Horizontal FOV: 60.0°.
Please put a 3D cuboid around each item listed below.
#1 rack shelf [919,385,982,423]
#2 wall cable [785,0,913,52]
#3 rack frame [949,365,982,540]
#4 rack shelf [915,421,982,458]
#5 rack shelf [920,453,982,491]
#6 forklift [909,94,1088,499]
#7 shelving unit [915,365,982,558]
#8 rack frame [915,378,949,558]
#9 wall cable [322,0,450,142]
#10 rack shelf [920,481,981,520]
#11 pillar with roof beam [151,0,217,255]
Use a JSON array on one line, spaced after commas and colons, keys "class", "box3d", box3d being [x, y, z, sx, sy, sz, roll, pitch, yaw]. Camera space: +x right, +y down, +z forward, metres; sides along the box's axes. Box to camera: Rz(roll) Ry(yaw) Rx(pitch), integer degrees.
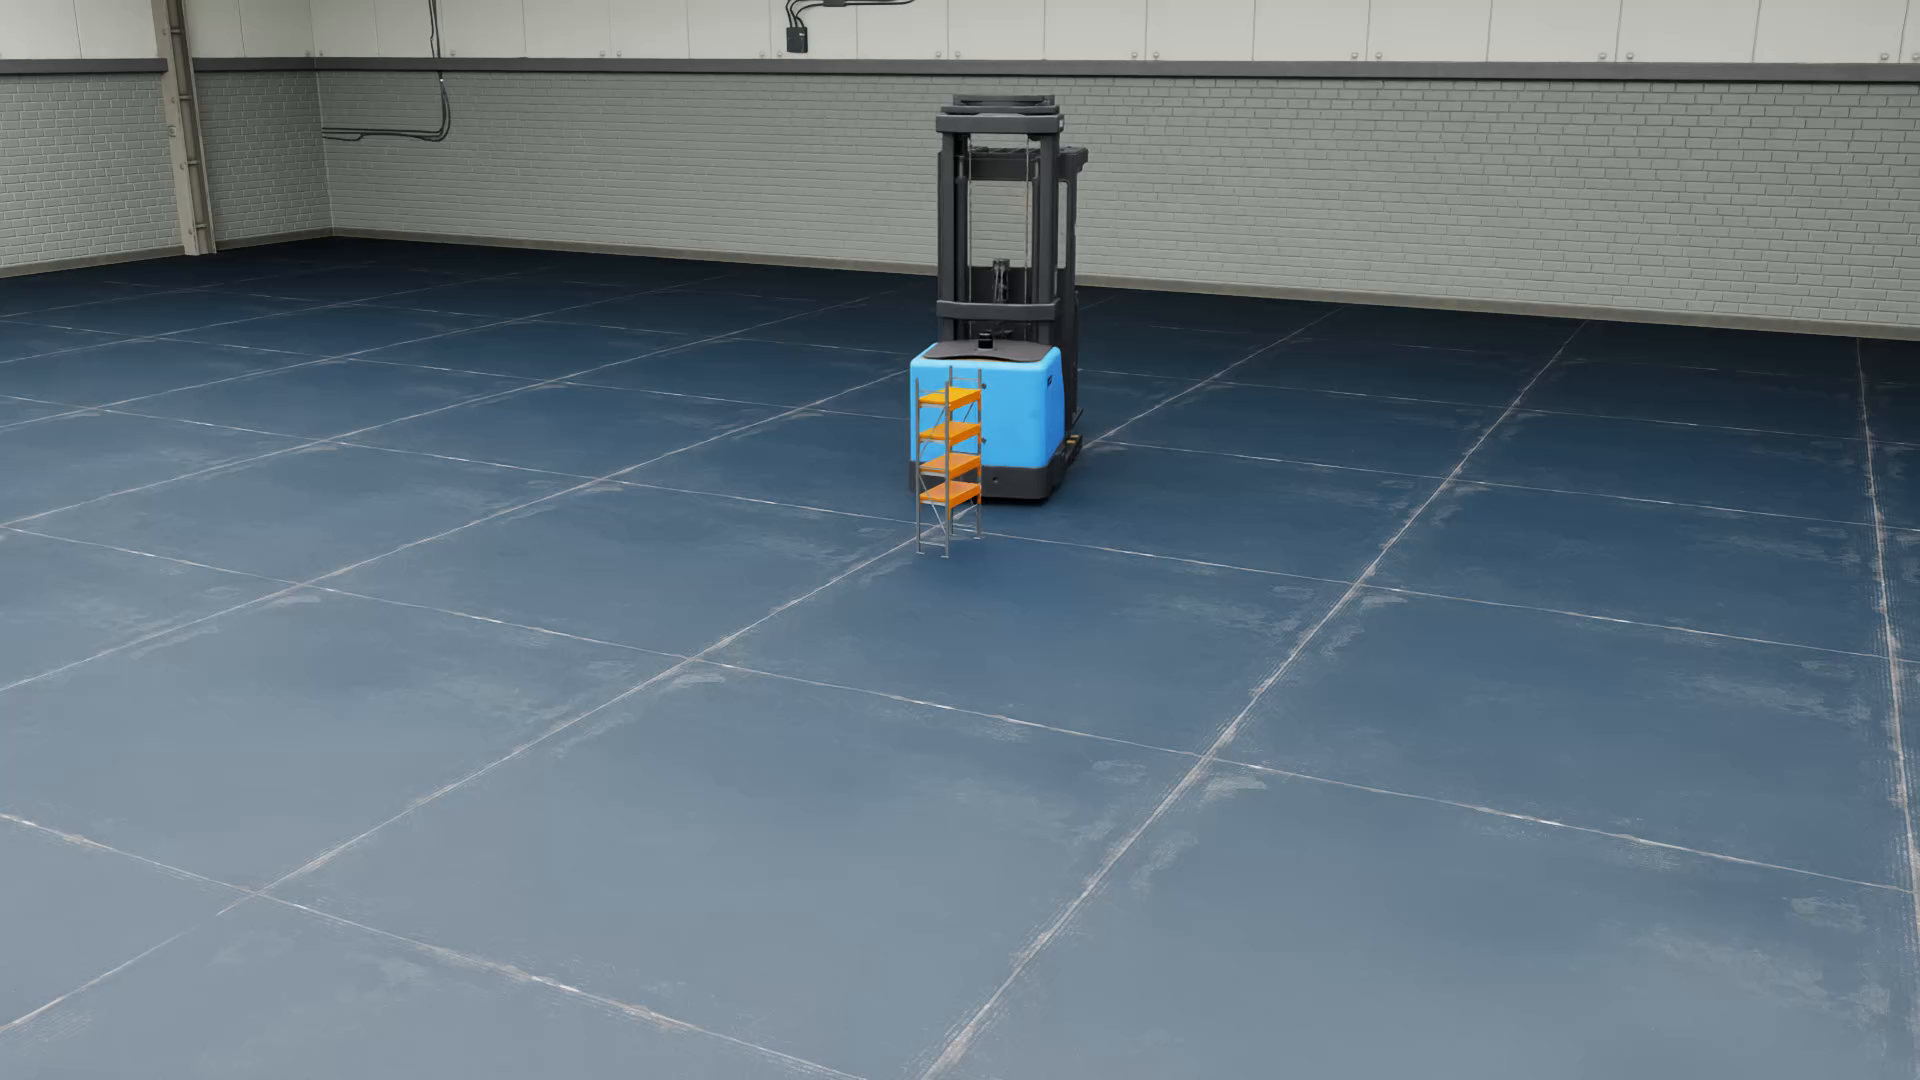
[{"class": "rack shelf", "box3d": [-0.074, -0.910, 11.100, 0.258, 0.148, 0.480, 8, 18, 25]}, {"class": "wall cable", "box3d": [-1.543, -10.038, 23.542, 2.305, 6.003, 0.169, 8, 18, 25]}, {"class": "rack frame", "box3d": [0.035, -0.595, 11.421, 0.240, 1.200, 0.015, 8, 18, 25]}, {"class": "rack shelf", "box3d": [-0.074, -0.683, 11.167, 0.258, 0.148, 0.480, 8, 18, 25]}, {"class": "rack shelf", "box3d": [-0.074, -0.469, 11.231, 0.258, 0.148, 0.480, 8, 18, 25]}, {"class": "forklift", "box3d": [0.415, -2.082, 13.387, 1.130, 2.935, 3.031, 3, 17, 11]}, {"class": "shelving unit", "box3d": [-0.074, -0.533, 11.212, 0.258, 1.200, 0.503, 8, 18, 25]}, {"class": "rack frame", "box3d": [-0.183, -0.471, 11.002, 0.240, 1.200, 0.015, 8, 18, 25]}, {"class": "wall cable", "box3d": [-10.029, -8.131, 28.549, 3.097, 2.526, 0.112, 8, 18, 25]}, {"class": "rack shelf", "box3d": [-0.074, -0.278, 11.287, 0.258, 0.148, 0.480, 8, 18, 25]}, {"class": "pillar with roof beam", "box3d": [-8.677, -8.490, 24.303, 9.100, 9.000, 0.400, 8, 18, 25]}]
